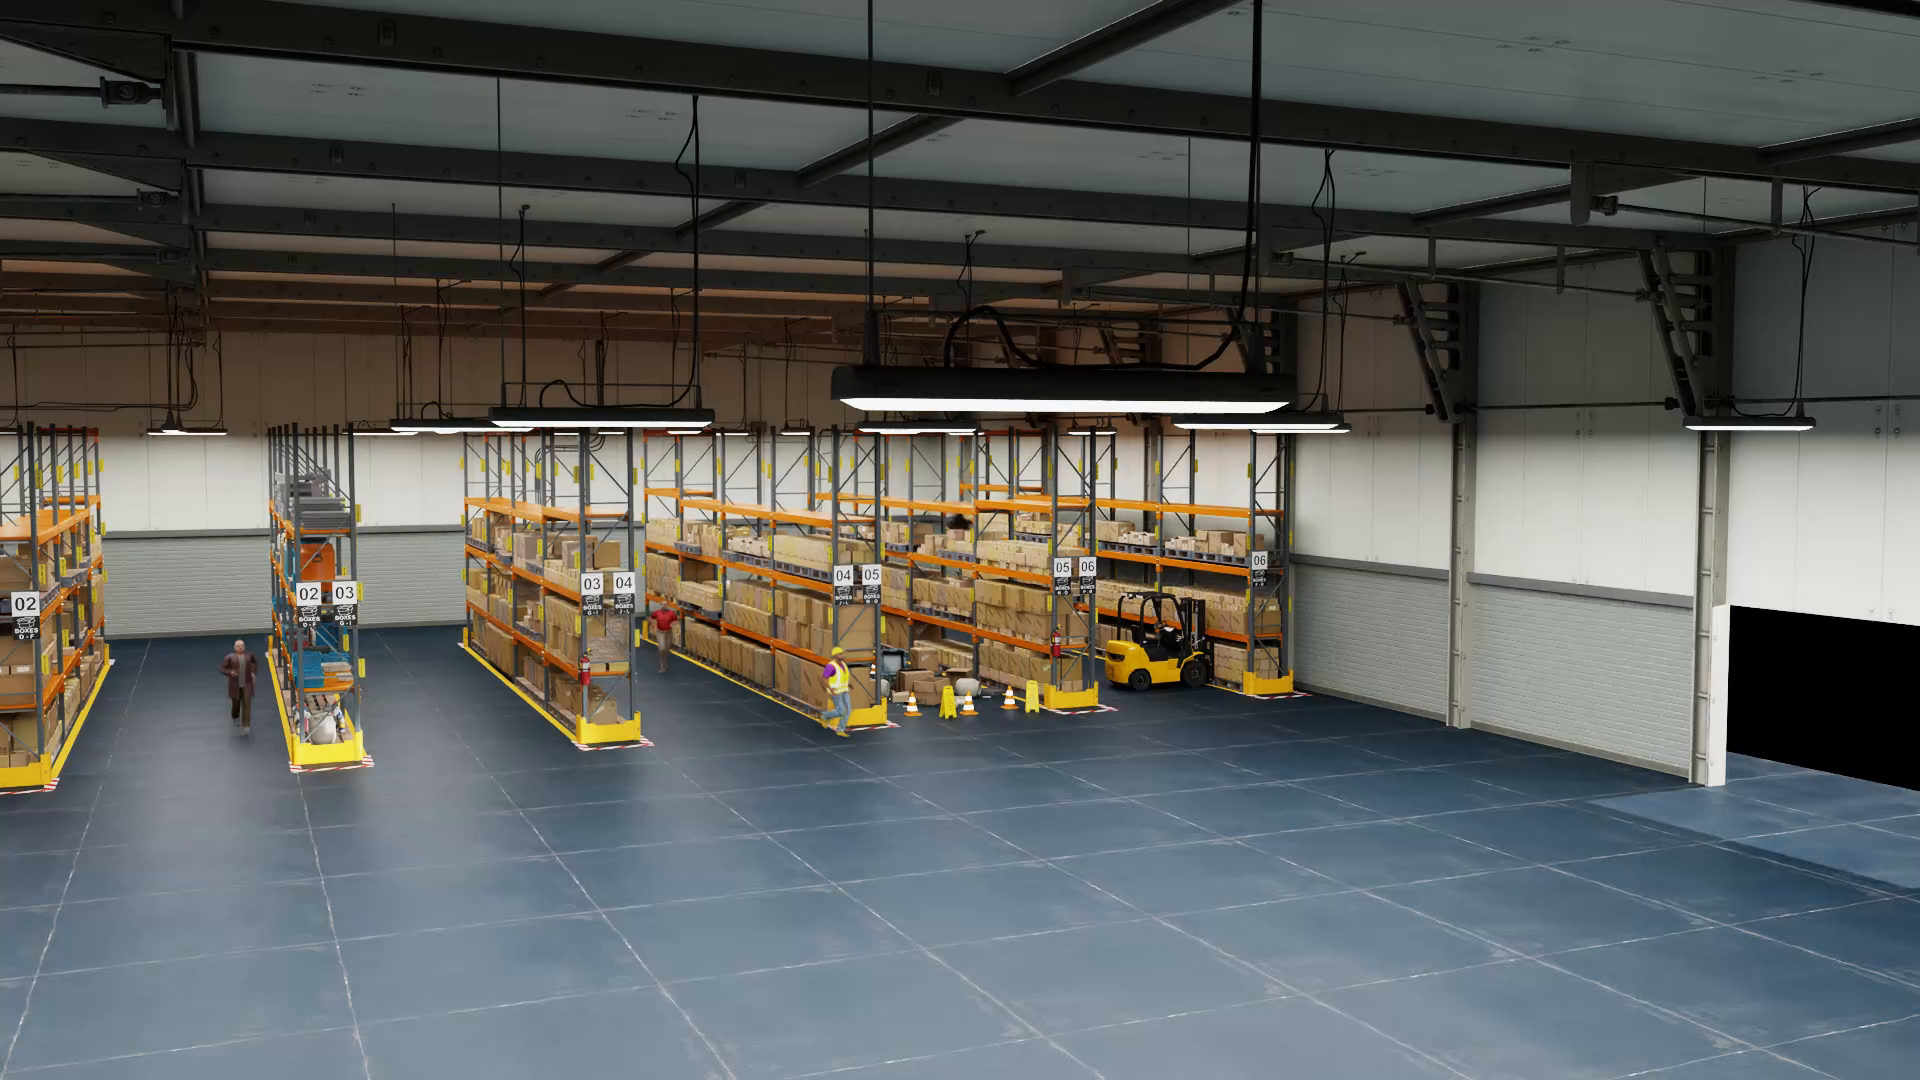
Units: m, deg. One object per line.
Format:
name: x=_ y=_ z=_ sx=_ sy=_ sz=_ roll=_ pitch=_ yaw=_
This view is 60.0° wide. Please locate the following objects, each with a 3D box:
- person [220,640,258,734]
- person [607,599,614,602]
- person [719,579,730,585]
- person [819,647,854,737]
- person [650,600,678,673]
person: x=-13.986 y=2.825 z=32.328 sx=0.714 sy=1.763 sz=1.081 roll=-2 pitch=4 yaw=-32
person: x=-10.127 y=1.986 z=47.034 sx=0.733 sy=1.713 sz=0.641 roll=1 pitch=4 yaw=8
person: x=-6.929 y=1.841 z=50.098 sx=0.924 sy=1.702 sz=0.685 roll=-2 pitch=4 yaw=-35
person: x=-2.366 y=2.916 z=31.992 sx=0.669 sy=1.728 sz=0.714 roll=2 pitch=4 yaw=35
person: x=-7.268 y=2.373 z=40.970 sx=0.644 sy=1.789 sz=0.812 roll=-2 pitch=4 yaw=-24
